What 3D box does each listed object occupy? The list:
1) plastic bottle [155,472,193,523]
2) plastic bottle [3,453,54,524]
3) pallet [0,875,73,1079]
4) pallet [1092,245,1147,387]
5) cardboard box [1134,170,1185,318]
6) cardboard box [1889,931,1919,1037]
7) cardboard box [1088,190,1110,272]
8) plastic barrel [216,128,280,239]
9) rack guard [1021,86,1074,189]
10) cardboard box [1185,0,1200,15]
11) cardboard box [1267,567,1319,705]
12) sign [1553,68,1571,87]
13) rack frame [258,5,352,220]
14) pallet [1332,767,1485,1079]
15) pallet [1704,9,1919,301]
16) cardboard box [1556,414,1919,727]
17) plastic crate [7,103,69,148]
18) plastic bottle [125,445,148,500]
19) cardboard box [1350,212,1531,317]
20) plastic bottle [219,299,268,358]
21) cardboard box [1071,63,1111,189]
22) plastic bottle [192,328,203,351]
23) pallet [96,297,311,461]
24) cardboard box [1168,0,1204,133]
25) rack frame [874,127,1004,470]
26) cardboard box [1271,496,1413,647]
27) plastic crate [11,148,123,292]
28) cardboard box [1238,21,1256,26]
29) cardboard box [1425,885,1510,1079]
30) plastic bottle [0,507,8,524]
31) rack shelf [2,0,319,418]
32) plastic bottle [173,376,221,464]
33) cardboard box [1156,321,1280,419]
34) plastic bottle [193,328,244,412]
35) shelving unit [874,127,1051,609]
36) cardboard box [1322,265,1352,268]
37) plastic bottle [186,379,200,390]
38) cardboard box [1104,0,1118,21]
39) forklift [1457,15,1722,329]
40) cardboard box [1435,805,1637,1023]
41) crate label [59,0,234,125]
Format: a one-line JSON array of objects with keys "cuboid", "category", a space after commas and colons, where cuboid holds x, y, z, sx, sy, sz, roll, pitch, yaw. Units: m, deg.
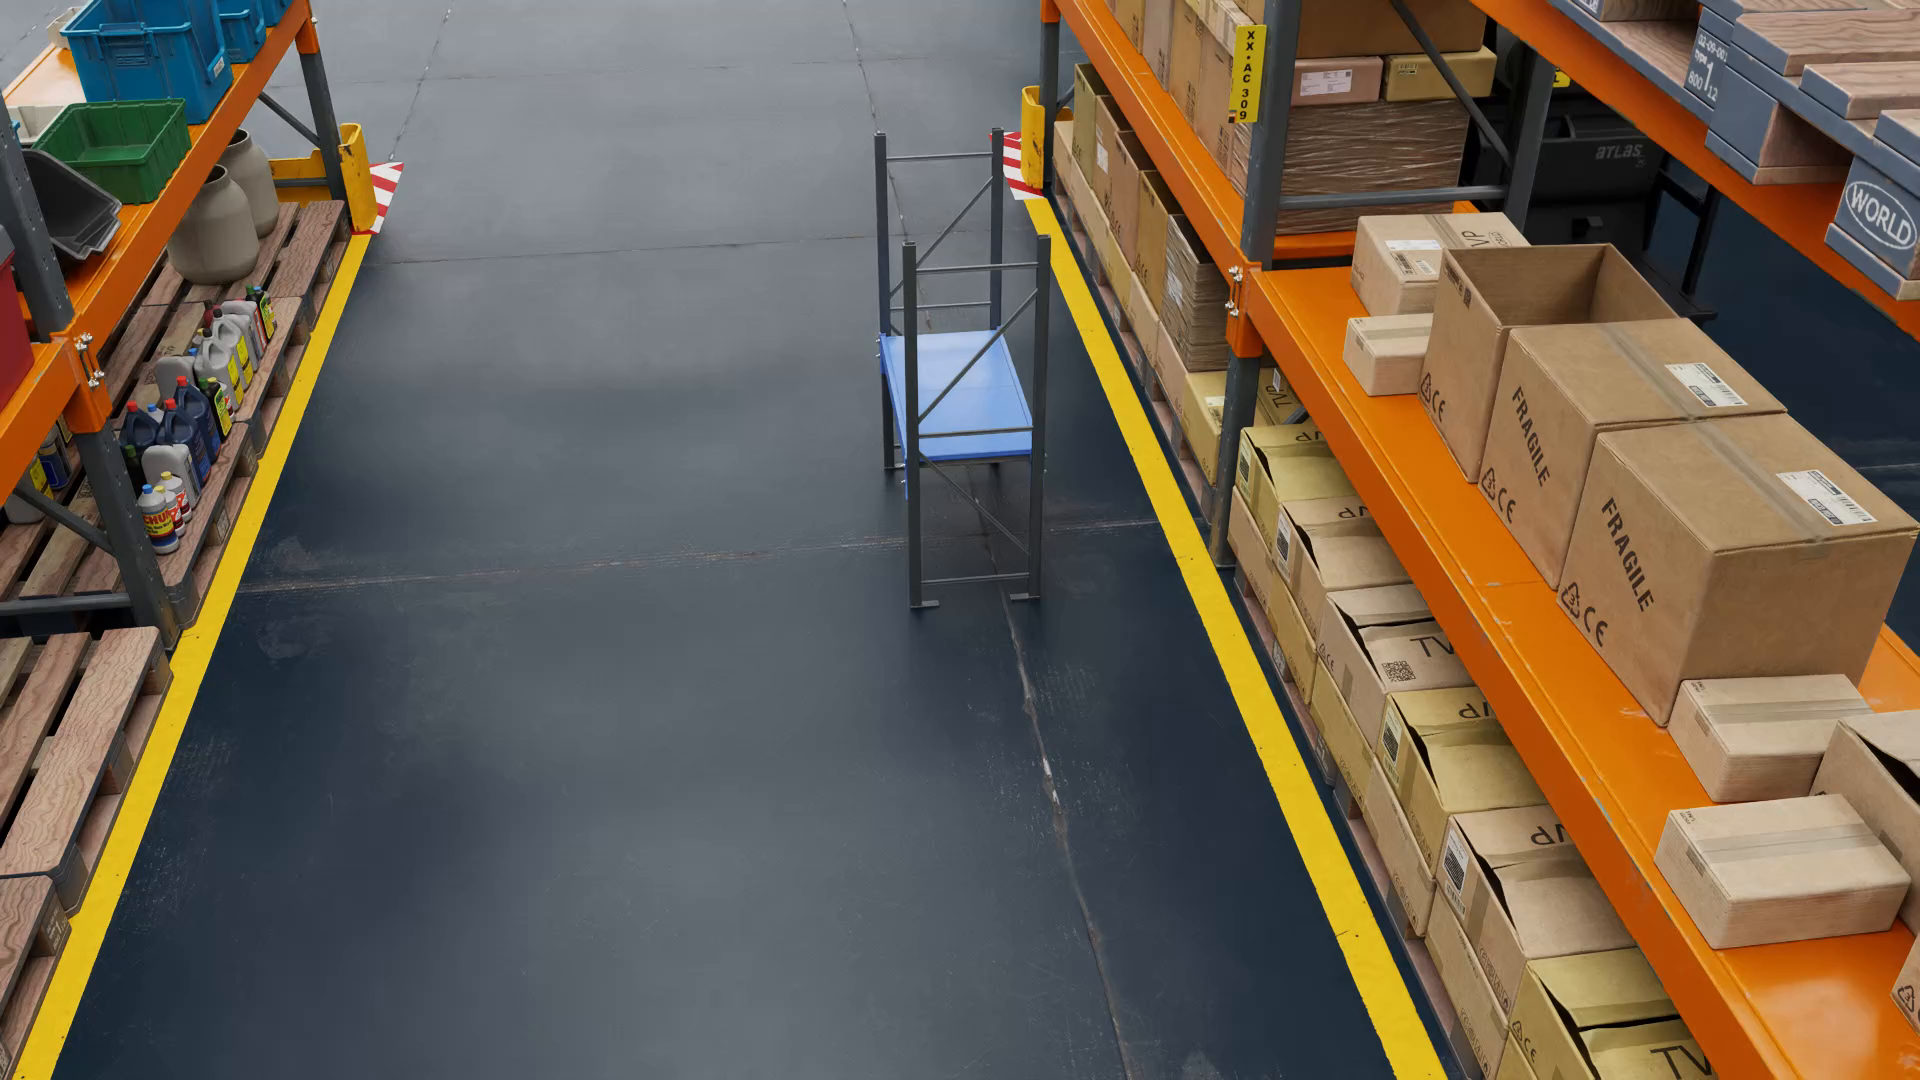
[{"cuboid": [-3.044, -0.170, 6.430, 0.097, 0.201, 0.097, 0, 34, 0], "category": "plastic bottle"}, {"cuboid": [-3.638, -0.256, 6.424, 0.144, 0.351, 0.185, -4, 35, -6], "category": "plastic bottle"}, {"cuboid": [-3.097, 1.450, 4.435, 1.003, 0.211, 1.213, -4, 35, -6], "category": "pallet"}, {"cuboid": [1.267, -1.170, 8.280, 1.003, 0.211, 1.213, -4, 35, -6], "category": "pallet"}, {"cuboid": [1.095, -1.341, 7.458, 0.500, 0.500, 0.500, -4, 35, -6], "category": "cardboard box"}, {"cuboid": [2.033, 0.869, 2.890, 0.500, 0.311, 0.500, -2, 34, -3], "category": "cardboard box"}, {"cuboid": [0.952, -1.589, 8.487, 0.500, 0.250, 0.500, -4, 35, -6], "category": "cardboard box"}, {"cuboid": [-3.782, -1.836, 8.617, 0.421, 0.512, 0.421, 0, 34, 0], "category": "plastic barrel"}, {"cuboid": [0.959, -2.406, 9.837, 1.175, 0.500, 0.348, -4, 35, -6], "category": "rack guard"}, {"cuboid": [1.116, -2.206, 6.659, 0.380, 0.149, 0.250, -5, 35, -7], "category": "cardboard box"}, {"cuboid": [1.376, 0.298, 5.717, 0.500, 0.250, 0.500, -4, 34, -5], "category": "cardboard box"}, {"cuboid": [2.037, -1.686, 5.602, 0.100, 0.325, 0.005, -4, 35, -6], "category": "sign"}, {"cuboid": [-3.947, -3.052, 8.566, 1.000, 3.000, 0.127, -4, 35, -6], "category": "rack frame"}, {"cuboid": [1.805, 1.049, 5.023, 1.003, 0.211, 1.213, -4, 35, -6], "category": "pallet"}, {"cuboid": [1.858, -0.495, 2.316, 1.213, 0.211, 1.003, -3, 34, -4], "category": "pallet"}, {"cuboid": [1.796, 0.062, 3.906, 0.500, 0.500, 0.500, -6, 35, -9], "category": "cardboard box"}, {"cuboid": [-3.878, -1.598, 6.666, 0.530, 0.136, 0.437, -4, 35, -6], "category": "plastic crate"}, {"cuboid": [-3.193, -0.261, 6.490, 0.061, 0.283, 0.133, -4, 35, -6], "category": "plastic bottle"}, {"cuboid": [1.610, -0.860, 5.482, 0.500, 0.250, 0.500, -2, 34, -3], "category": "cardboard box"}, {"cuboid": [-3.258, -0.974, 7.544, 0.152, 0.276, 0.135, -4, 34, -6], "category": "plastic bottle"}, {"cuboid": [0.883, -2.178, 8.685, 0.500, 0.500, 0.500, -4, 35, -6], "category": "cardboard box"}, {"cuboid": [-3.361, -0.846, 7.422, 0.097, 0.201, 0.097, 0, 34, 0], "category": "plastic bottle"}, {"cuboid": [-3.625, -0.728, 7.631, 1.003, 0.211, 1.213, -4, 35, -6], "category": "pallet"}, {"cuboid": [1.293, -2.056, 7.015, 0.700, 0.500, 0.500, -4, 34, -6], "category": "cardboard box"}, {"cuboid": [-0.080, -0.951, 6.814, 0.500, 1.500, 0.032, -4, 35, -6], "category": "rack frame"}, {"cuboid": [1.371, 0.067, 5.559, 0.500, 0.311, 0.500, -5, 35, -7], "category": "cardboard box"}, {"cuboid": [-3.353, -1.096, 5.750, 0.767, 0.338, 0.504, -4, 35, -6], "category": "plastic crate"}, {"cuboid": [1.220, -1.776, 6.028, 0.380, 0.149, 0.250, -5, 35, -7], "category": "cardboard box"}, {"cuboid": [1.588, 1.158, 4.456, 0.500, 0.250, 0.500, -4, 34, -5], "category": "cardboard box"}, {"cuboid": [-3.781, -0.245, 6.408, 0.144, 0.351, 0.185, -5, 35, -8], "category": "plastic bottle"}, {"cuboid": [-3.678, -1.639, 7.130, 1.077, 0.370, 4.000, -4, 35, -6], "category": "rack shelf"}, {"cuboid": [-3.131, -0.495, 6.774, 0.144, 0.351, 0.185, -6, 35, -8], "category": "plastic bottle"}, {"cuboid": [1.164, -0.753, 7.260, 0.500, 0.250, 0.500, -4, 35, -6], "category": "cardboard box"}, {"cuboid": [-3.189, -0.732, 7.122, 0.144, 0.351, 0.185, -5, 35, -7], "category": "plastic bottle"}, {"cuboid": [-0.011, -0.667, 6.397, 0.538, 1.500, 1.048, -4, 35, -6], "category": "shelving unit"}, {"cuboid": [1.748, -0.823, 6.697, 0.500, 0.500, 0.500, -4, 35, -6], "category": "cardboard box"}, {"cuboid": [-3.188, -0.541, 6.913, 0.097, 0.271, 0.097, 0, 34, 0], "category": "plastic bottle"}, {"cuboid": [1.088, -2.913, 8.272, 0.700, 0.500, 0.500, -4, 34, -5], "category": "cardboard box"}, {"cuboid": [2.890, -2.182, 7.349, 1.130, 2.935, 3.031, -5, 35, -7], "category": "forklift"}, {"cuboid": [1.582, 0.925, 4.300, 0.500, 0.311, 0.500, -5, 35, -7], "category": "cardboard box"}, {"cuboid": [-3.431, -2.060, 7.079, 0.502, 0.435, 0.616, -4, 35, -6], "category": "crate label"}]
